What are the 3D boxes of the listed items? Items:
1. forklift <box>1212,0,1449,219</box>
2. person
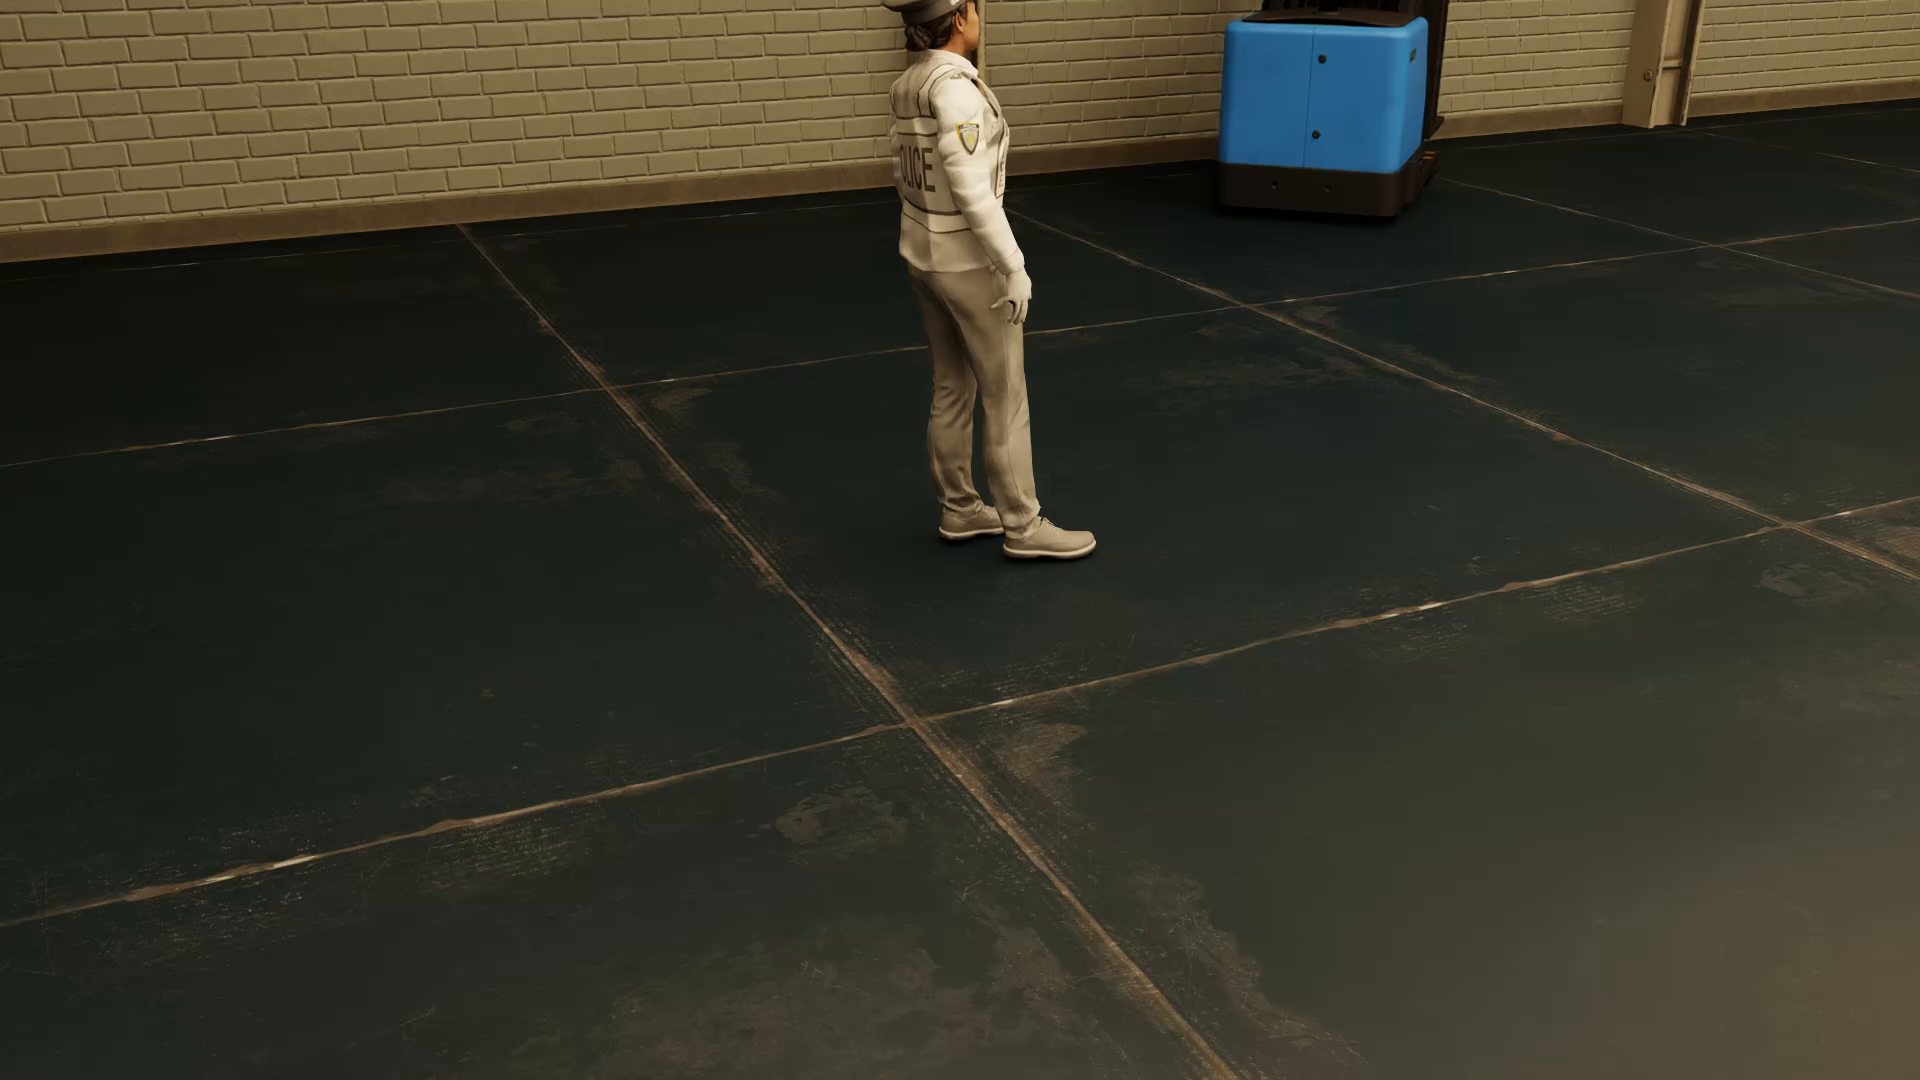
[{"bbox_3d":[2.472,-3.685,10.158,1.130,2.935,3.031,9,24,20],"label":"forklift"},{"bbox_3d":[0.065,-0.798,4.800,0.530,1.694,0.586,-10,25,-23],"label":"person"}]
